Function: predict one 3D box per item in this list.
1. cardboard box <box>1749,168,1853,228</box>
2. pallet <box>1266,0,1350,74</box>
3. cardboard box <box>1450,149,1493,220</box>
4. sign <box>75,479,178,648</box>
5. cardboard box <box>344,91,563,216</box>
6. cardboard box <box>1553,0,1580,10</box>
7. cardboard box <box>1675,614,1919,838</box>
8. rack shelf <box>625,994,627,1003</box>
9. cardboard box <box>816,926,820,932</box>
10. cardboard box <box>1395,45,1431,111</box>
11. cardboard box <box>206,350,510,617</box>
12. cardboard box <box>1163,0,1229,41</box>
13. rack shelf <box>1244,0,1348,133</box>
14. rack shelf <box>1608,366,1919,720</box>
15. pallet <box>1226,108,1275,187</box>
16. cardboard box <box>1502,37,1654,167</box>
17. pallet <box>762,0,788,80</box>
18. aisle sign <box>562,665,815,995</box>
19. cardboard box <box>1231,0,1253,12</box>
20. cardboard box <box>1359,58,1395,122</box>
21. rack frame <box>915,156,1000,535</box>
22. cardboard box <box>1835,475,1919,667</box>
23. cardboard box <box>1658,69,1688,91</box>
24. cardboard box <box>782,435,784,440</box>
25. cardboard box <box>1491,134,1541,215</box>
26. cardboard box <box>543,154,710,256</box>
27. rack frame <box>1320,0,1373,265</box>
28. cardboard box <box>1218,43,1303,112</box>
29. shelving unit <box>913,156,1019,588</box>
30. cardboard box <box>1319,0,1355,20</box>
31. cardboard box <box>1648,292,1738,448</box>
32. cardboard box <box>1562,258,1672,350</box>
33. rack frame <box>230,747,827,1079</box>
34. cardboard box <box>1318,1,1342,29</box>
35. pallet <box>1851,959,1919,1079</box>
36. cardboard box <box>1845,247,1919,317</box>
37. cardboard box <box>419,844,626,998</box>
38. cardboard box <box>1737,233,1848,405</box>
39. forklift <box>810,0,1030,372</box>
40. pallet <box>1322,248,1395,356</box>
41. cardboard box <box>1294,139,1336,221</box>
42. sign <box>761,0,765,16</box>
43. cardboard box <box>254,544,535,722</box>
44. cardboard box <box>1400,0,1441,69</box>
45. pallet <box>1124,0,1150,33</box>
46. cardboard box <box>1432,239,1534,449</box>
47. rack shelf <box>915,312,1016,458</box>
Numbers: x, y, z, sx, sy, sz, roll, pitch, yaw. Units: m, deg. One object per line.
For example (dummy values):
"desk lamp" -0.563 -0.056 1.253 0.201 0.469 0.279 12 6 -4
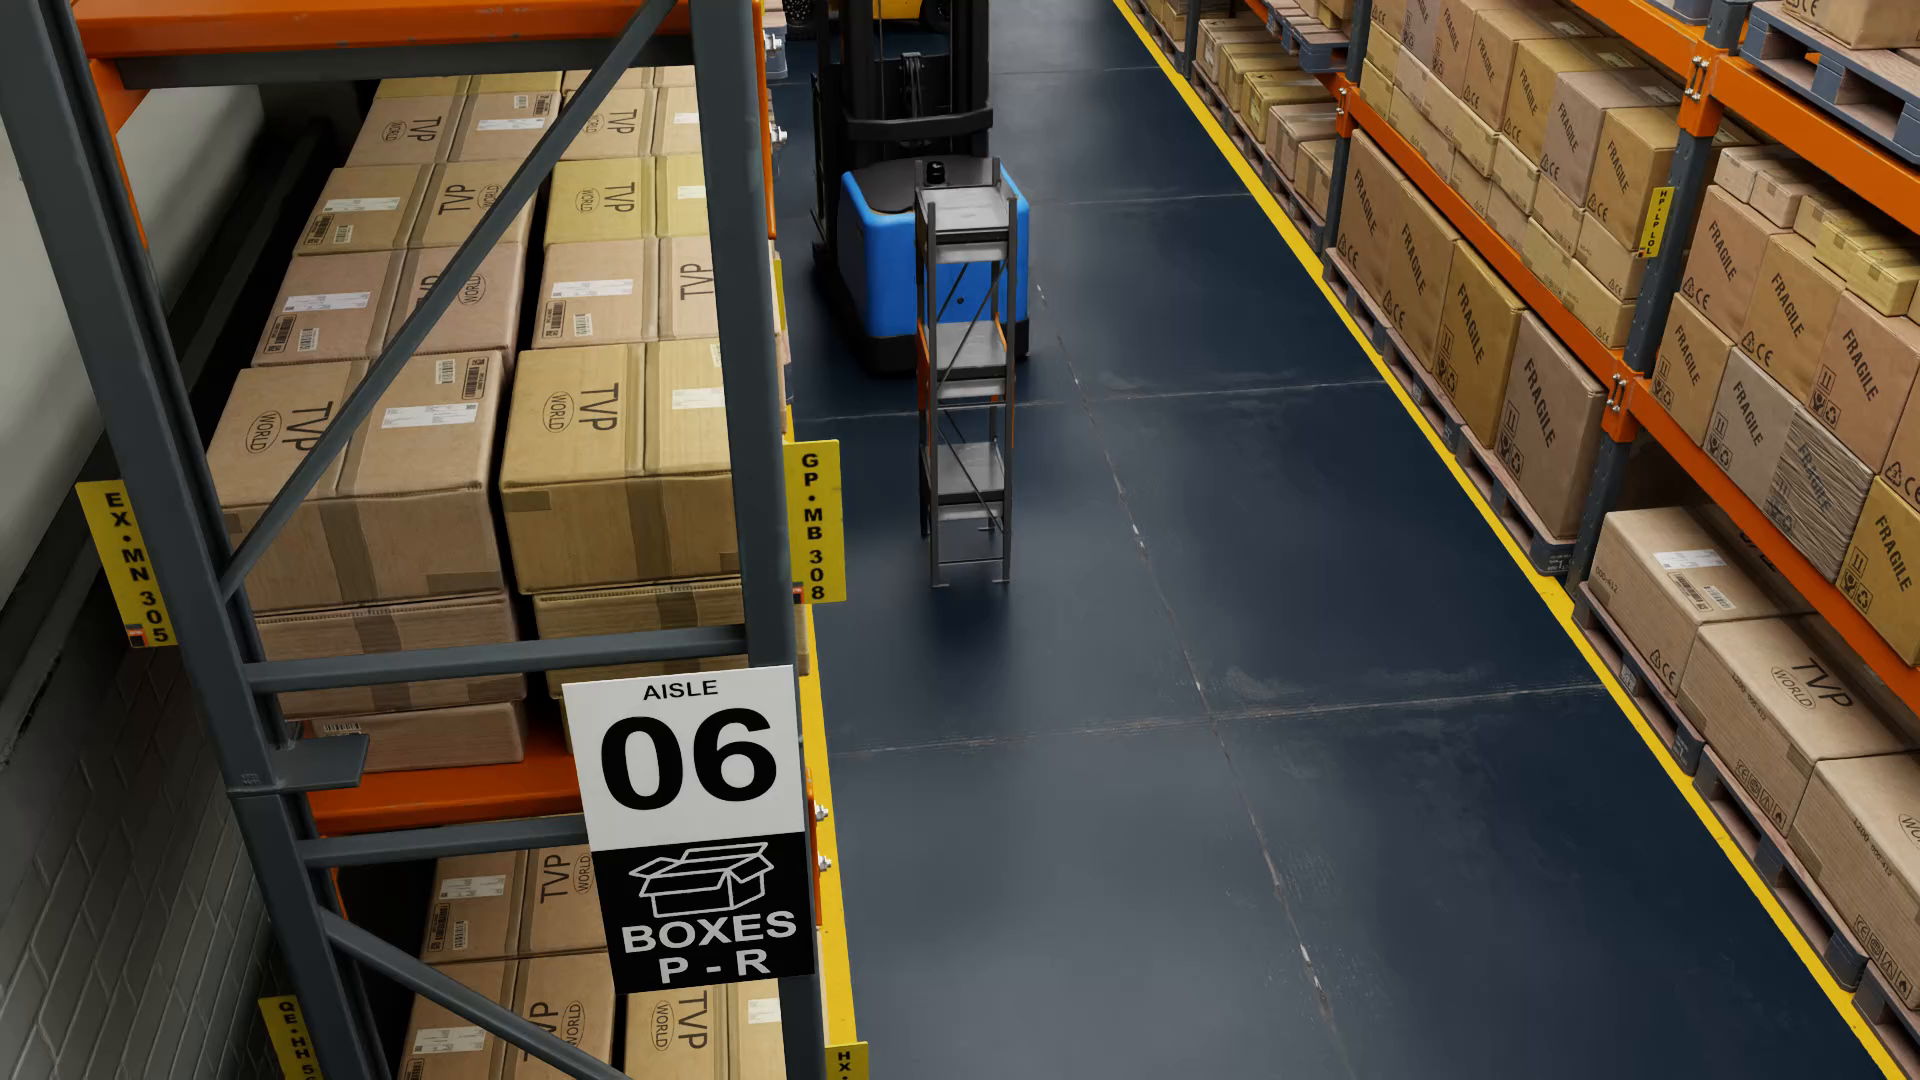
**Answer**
"cardboard box" 3.430 -1.379 6.685 0.380 0.149 0.250 -4 34 -6
"pallet" 2.855 -3.536 11.574 1.213 0.211 1.003 -4 35 -6
"cardboard box" 3.094 -2.018 9.310 0.500 0.250 0.500 -4 35 -6
"sign" -1.338 0.042 2.704 0.100 0.325 0.005 -4 35 -6
"cardboard box" -1.312 -0.976 4.408 0.500 0.250 0.500 -4 35 -6
"cardboard box" 3.522 -2.848 9.418 0.500 0.500 0.500 -4 35 -6
"cardboard box" 3.693 0.750 7.017 0.875 0.438 0.875 -5 35 -8
"rack shelf" -1.055 0.798 5.683 1.077 0.370 4.000 -4 35 -6
"cardboard box" -0.648 1.001 4.616 0.500 0.250 0.500 -4 34 -6
"cardboard box" 2.948 -2.780 9.984 0.500 0.250 0.500 -4 34 -5
"cardboard box" -1.122 -0.117 3.149 0.500 0.250 0.500 -5 35 -8
"cardboard box" 2.173 -4.805 15.334 0.500 0.250 0.500 -3 34 -4
"rack shelf" 2.787 -4.045 12.789 1.077 0.370 4.000 -4 35 -6
"rack shelf" 3.863 0.420 6.238 1.077 0.370 4.000 -4 35 -6
"pallet" 2.792 -3.189 13.371 1.003 0.211 1.213 -4 35 -6
"cardboard box" 3.160 -2.251 8.542 0.500 0.500 0.500 -3 34 -5
"pallet" -1.342 -2.147 6.868 1.213 0.211 1.003 -4 35 -6
"aisle sign" -0.486 0.558 3.088 0.394 0.787 0.004 -4 35 -6
"cardboard box" 2.707 -5.155 15.182 0.500 0.500 0.500 -3 34 -4
"cardboard box" 2.873 -2.872 10.562 0.500 0.250 0.500 -5 35 -7
"rack frame" -0.011 -0.911 8.352 0.400 2.100 0.015 -4 35 -6
"cardboard box" 3.591 0.093 5.989 0.500 0.500 0.500 -3 34 -5
"cardboard box" 3.724 -1.997 8.169 0.500 0.500 0.500 -5 35 -7
"cardboard box" -0.609 -0.150 3.995 0.380 0.149 0.250 -4 34 -5
"cardboard box" 3.144 -1.933 8.741 0.500 0.250 0.500 -4 34 -5
"cardboard box" -0.728 -0.722 4.036 0.500 0.250 0.500 -5 35 -7
"rack frame" 3.056 -3.226 10.949 1.000 3.000 0.127 -4 35 -6
"cardboard box" 2.691 -3.852 13.828 0.950 0.372 0.625 -2 34 -3
"shelving unit" 0.022 -0.775 8.152 0.431 2.100 0.503 -4 35 -6
"cardboard box" 2.720 -3.796 11.060 0.500 0.500 0.500 -5 35 -8
"cardboard box" 3.398 -0.753 7.232 0.500 0.500 0.500 -3 34 -5
"cardboard box" 3.284 -1.163 8.055 0.500 0.250 0.500 -5 35 -8
"rack frame" -0.786 1.616 3.843 1.000 3.000 0.127 -4 35 -6
"cardboard box" 2.671 -3.605 11.355 0.380 0.149 0.250 -4 34 -6
"pallet" 3.947 1.951 5.829 1.003 0.211 1.213 -4 35 -6
"cardboard box" 3.486 -0.945 6.050 0.380 0.149 0.250 -5 35 -8
"cardboard box" -1.179 1.031 4.571 0.500 0.250 0.500 -4 35 -6
"cardboard box" 3.480 -0.882 6.532 0.500 0.500 0.500 -5 35 -7
"forklift" -0.414 -3.073 10.785 1.130 2.935 3.031 -8 35 -11
"pallet" 3.088 -1.628 11.080 1.003 0.211 1.213 -4 35 -6
"cardboard box" 2.990 -2.630 12.034 0.950 0.372 0.625 -7 35 -10
"sign" -0.787 -2.114 6.195 0.100 0.325 0.005 -4 35 -6
"cardboard box" -1.115 0.088 3.291 0.500 0.250 0.500 -5 35 -7
"cardboard box" 2.957 -3.110 9.803 0.500 0.500 0.500 -4 35 -6
"pallet" 2.226 -5.360 16.556 1.003 0.211 1.213 -4 35 -6
"cardboard box" 3.302 -1.133 9.391 0.875 0.875 0.875 -3 34 -5
"rack shelf" 0.022 -0.764 8.159 0.431 0.518 0.480 -4 35 -6
